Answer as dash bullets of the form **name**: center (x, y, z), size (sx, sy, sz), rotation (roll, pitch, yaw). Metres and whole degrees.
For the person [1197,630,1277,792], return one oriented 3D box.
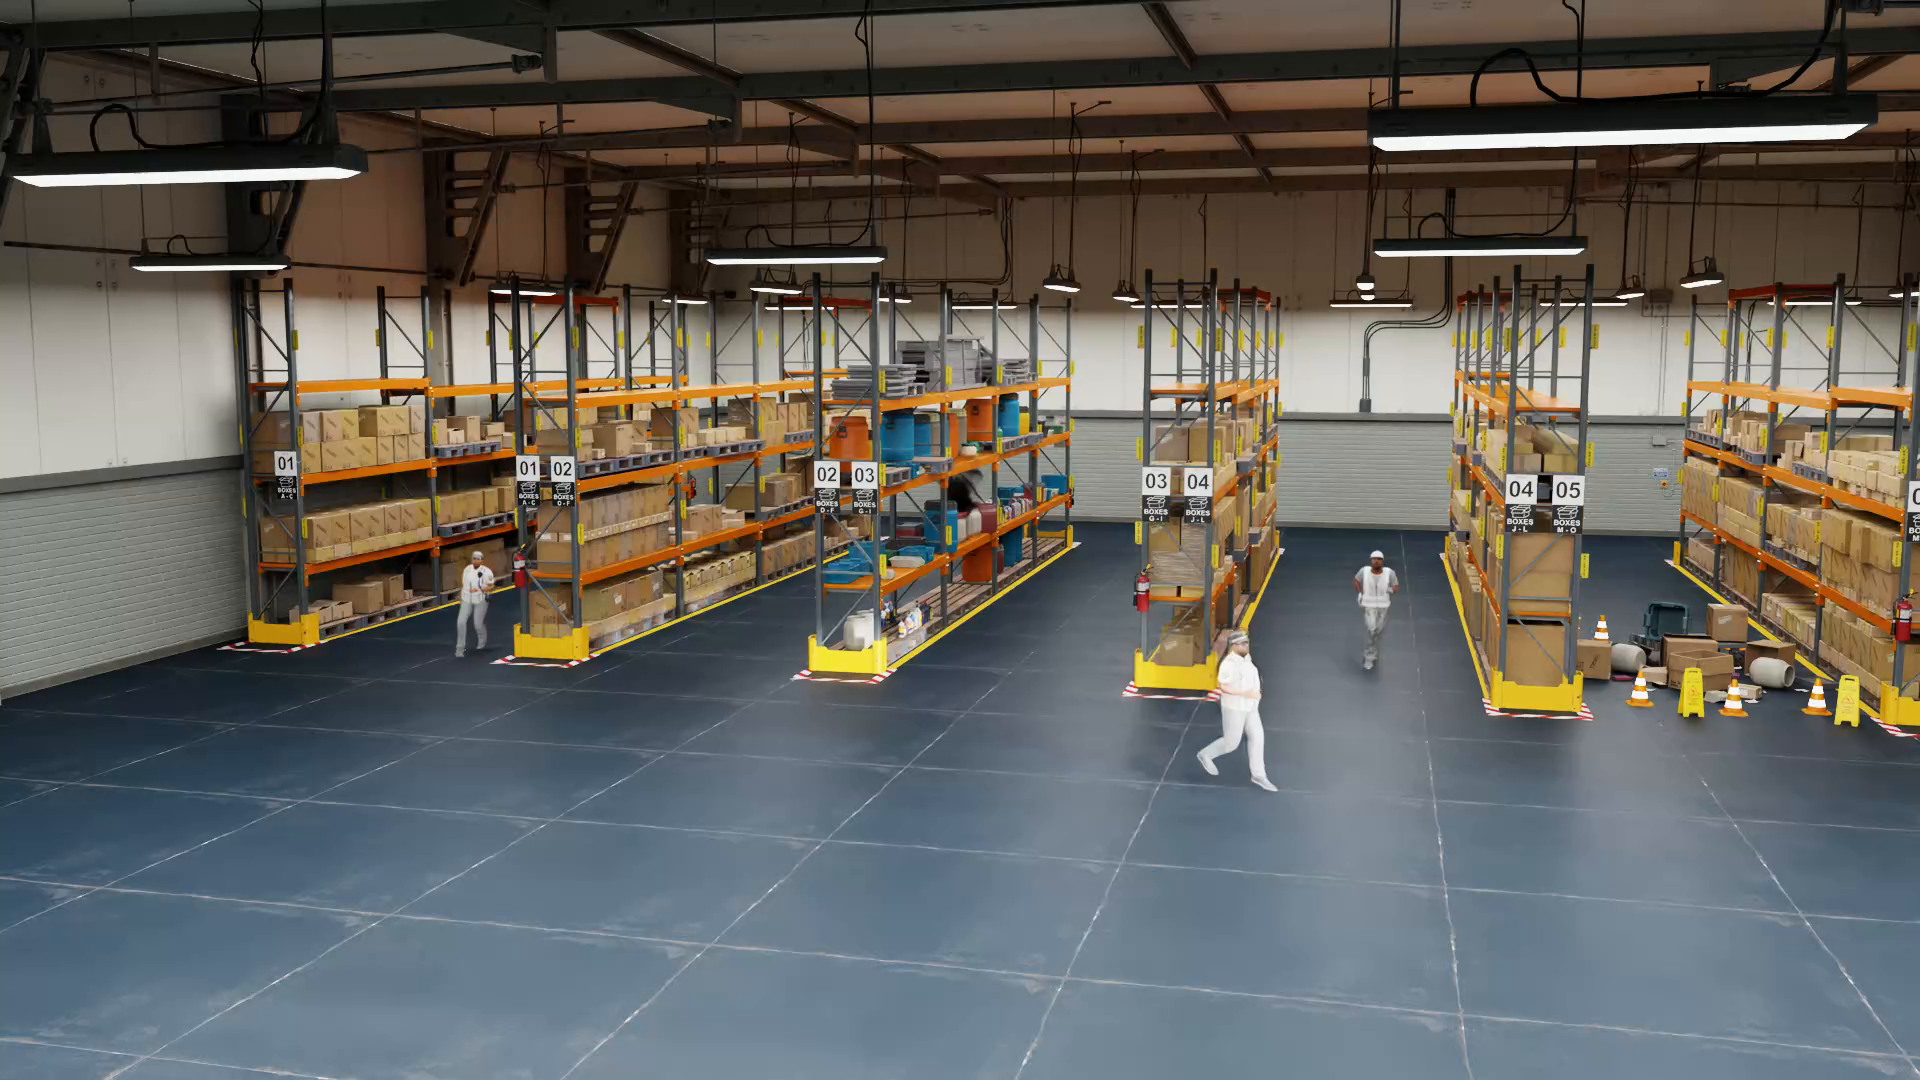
- **person**: center (3.136, 1.890, 18.728), size (0.980, 1.790, 0.674), rotation (6, 9, 43)

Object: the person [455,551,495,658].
- **person**: center (-7.744, 1.010, 26.623), size (0.621, 1.685, 0.824), rotation (1, 7, 5)

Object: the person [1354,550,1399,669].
- **person**: center (6.420, 1.073, 25.602), size (0.644, 1.843, 0.762), rotation (1, 7, 5)
